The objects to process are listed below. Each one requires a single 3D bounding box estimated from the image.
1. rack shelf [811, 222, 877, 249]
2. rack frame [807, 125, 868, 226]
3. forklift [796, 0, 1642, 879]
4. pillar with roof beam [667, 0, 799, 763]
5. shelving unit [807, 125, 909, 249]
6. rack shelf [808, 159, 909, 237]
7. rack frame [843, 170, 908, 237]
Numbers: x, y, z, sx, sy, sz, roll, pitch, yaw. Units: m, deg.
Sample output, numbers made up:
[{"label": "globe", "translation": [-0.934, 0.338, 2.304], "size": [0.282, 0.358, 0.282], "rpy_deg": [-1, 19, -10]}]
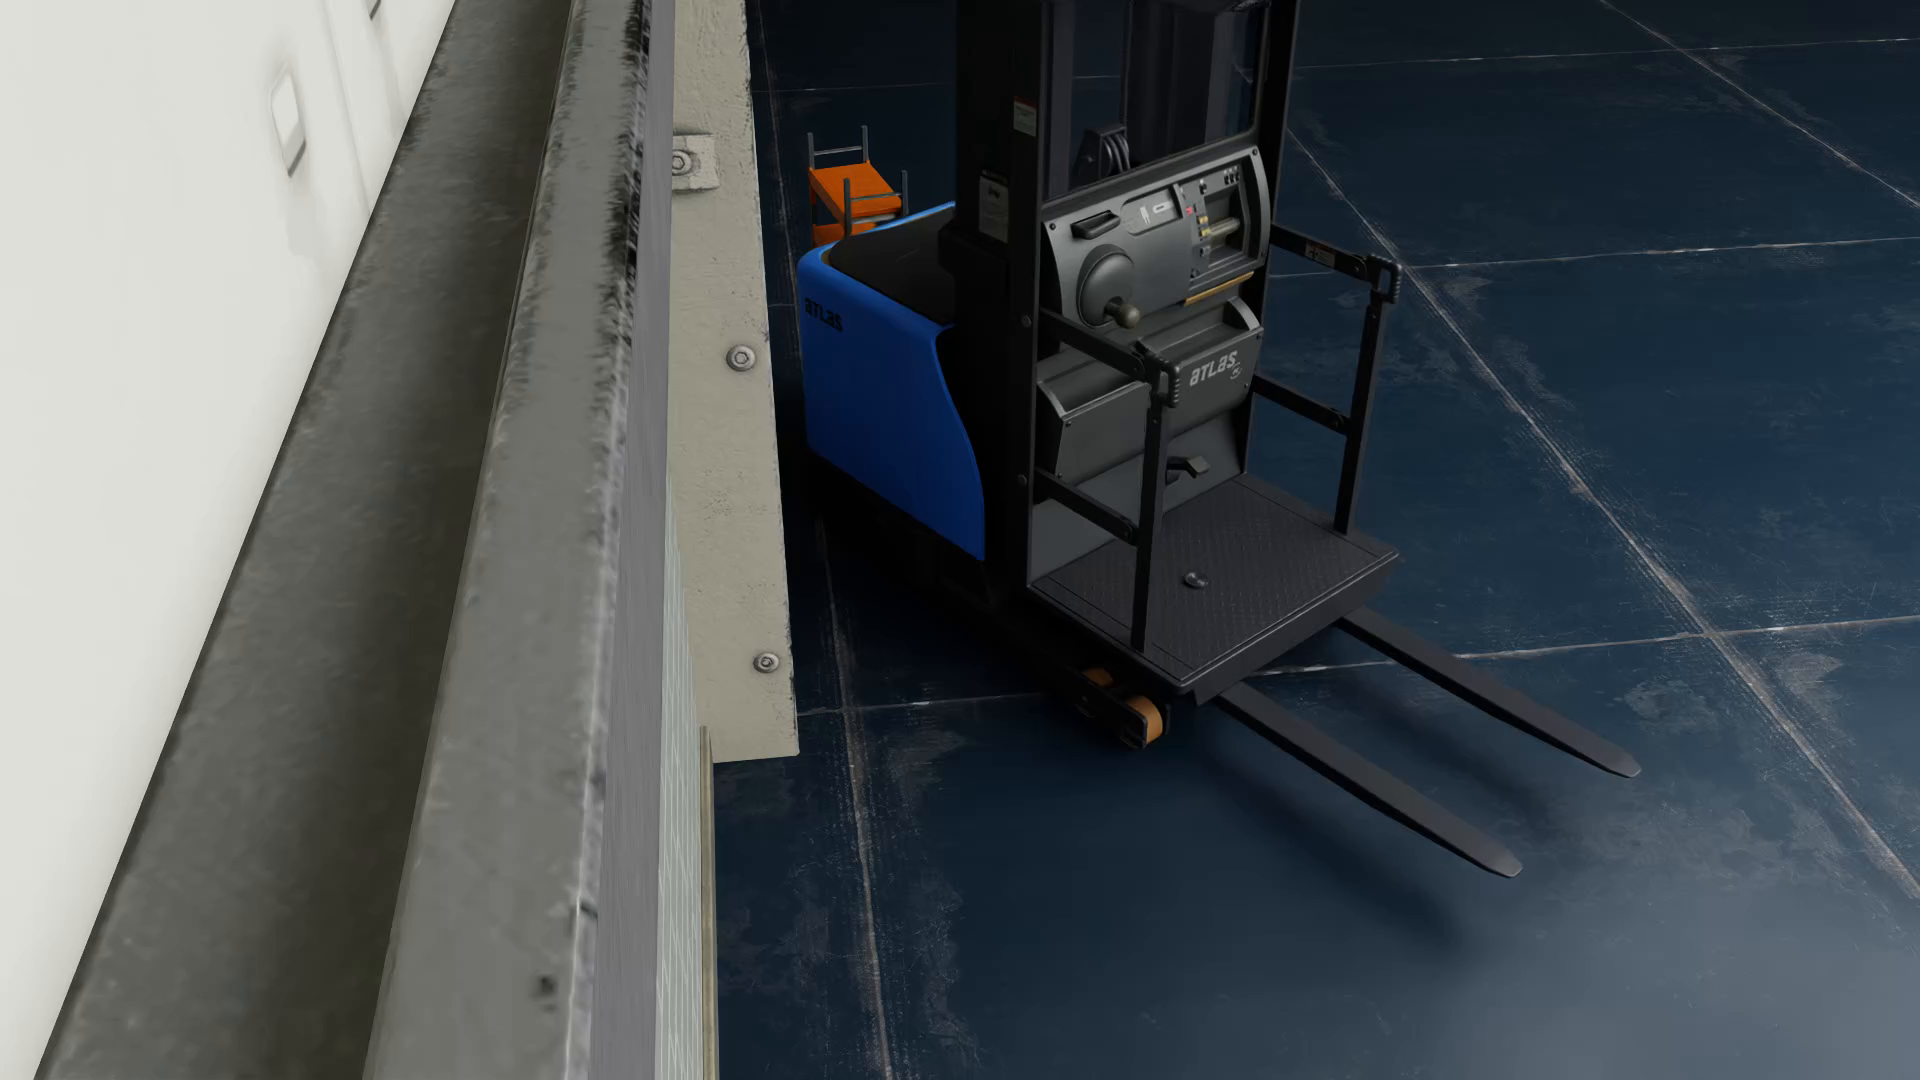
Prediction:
[{"label": "rack shelf", "translation": [-0.393, -1.097, 6.516], "size": [0.258, 0.148, 0.480], "rpy_deg": [-12, 36, -17]}, {"label": "rack frame", "translation": [-0.477, -1.097, 6.794], "size": [0.240, 1.200, 0.015], "rpy_deg": [-12, 36, -17]}, {"label": "forklift", "translation": [0.755, -0.877, 4.934], "size": [1.130, 2.935, 3.031], "rpy_deg": [-26, 42, -33]}, {"label": "pillar with roof beam", "translation": [3.579, -3.465, 3.343], "size": [9.100, 9.000, 0.400], "rpy_deg": [-4, 35, -6]}, {"label": "shelving unit", "translation": [-0.393, -0.968, 6.604], "size": [0.258, 1.200, 0.503], "rpy_deg": [-12, 36, -17]}, {"label": "rack shelf", "translation": [-0.393, -1.292, 6.383], "size": [0.258, 0.148, 0.480], "rpy_deg": [-12, 36, -17]}, {"label": "rack frame", "translation": [-0.309, -0.839, 6.415], "size": [0.240, 1.200, 0.015], "rpy_deg": [-12, 36, -17]}]
